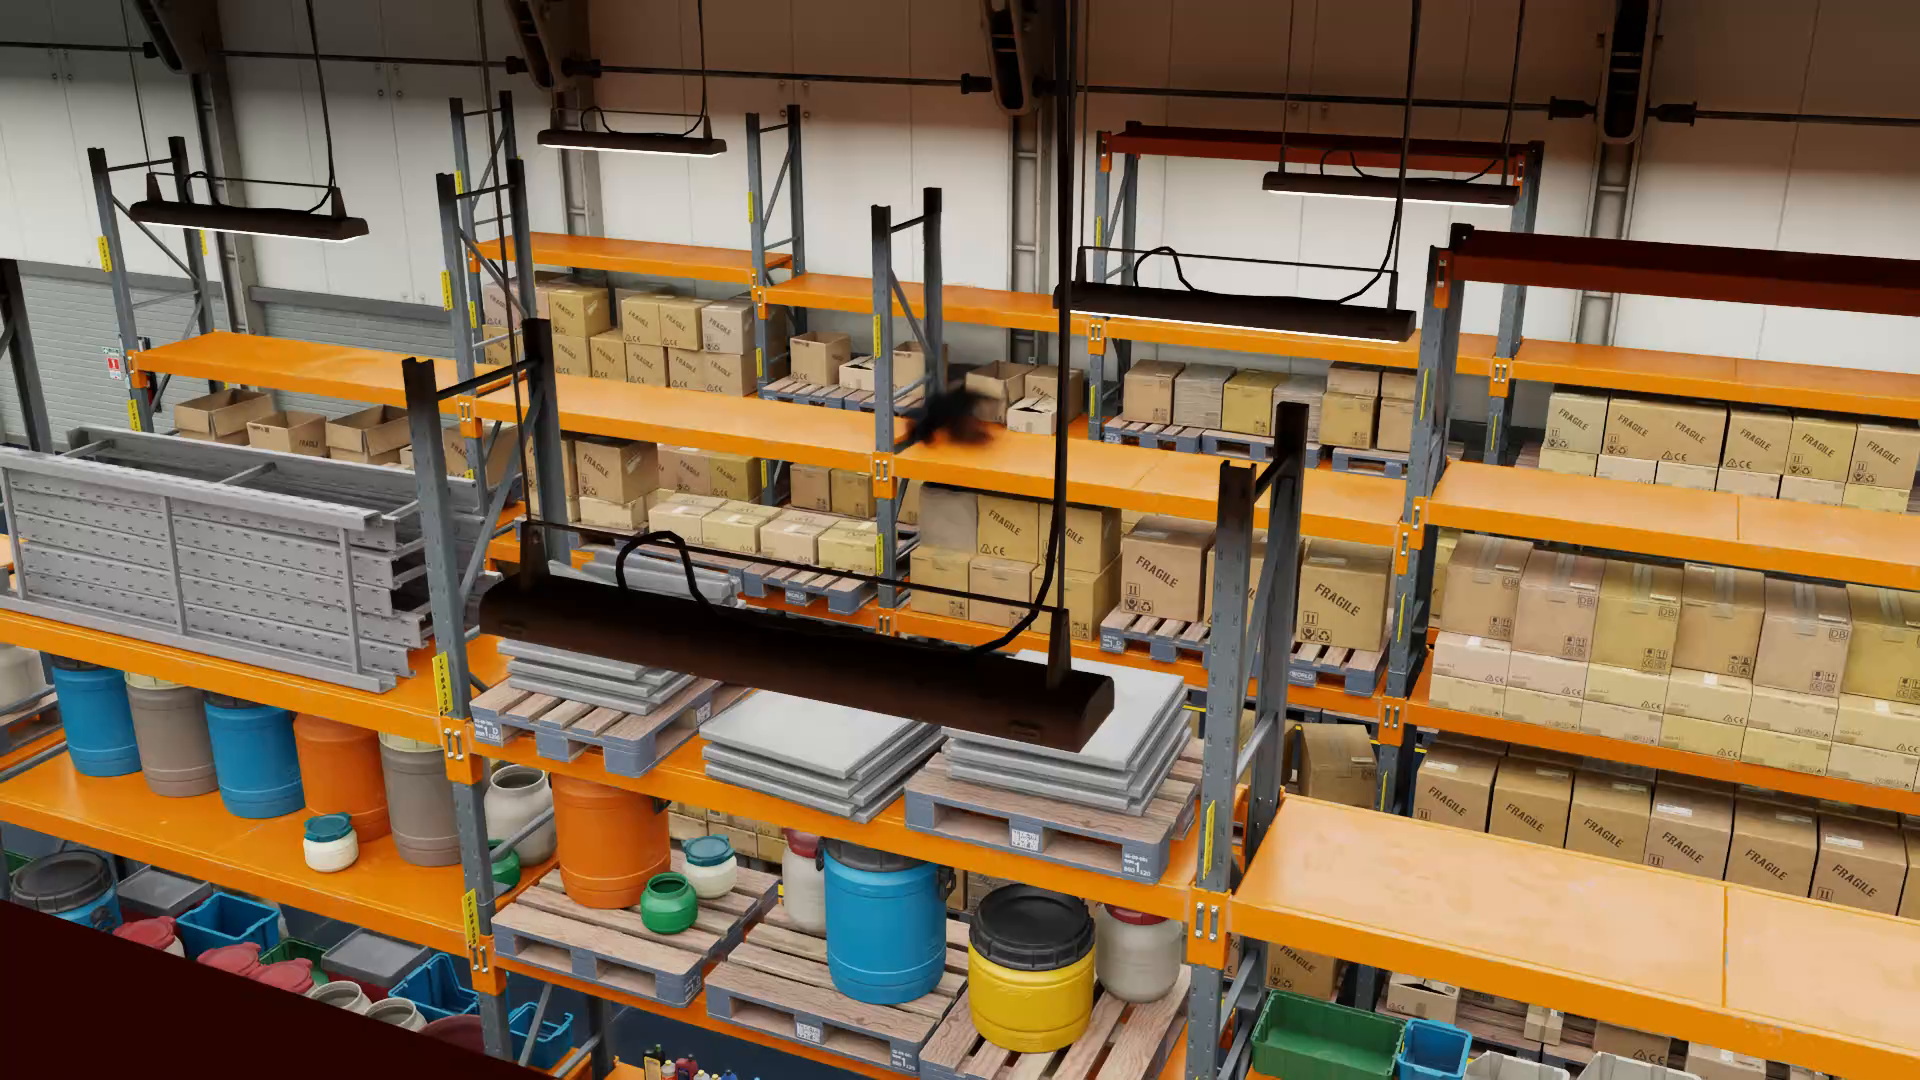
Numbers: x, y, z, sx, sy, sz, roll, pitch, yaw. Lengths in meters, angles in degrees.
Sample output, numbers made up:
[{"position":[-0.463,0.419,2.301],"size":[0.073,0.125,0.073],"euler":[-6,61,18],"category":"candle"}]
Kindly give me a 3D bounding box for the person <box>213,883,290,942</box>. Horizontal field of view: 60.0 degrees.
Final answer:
[{"position":[-5.810,2.577,13.468],"size":[0.587,1.692,0.674],"euler":[6,21,15],"category":"person"}]

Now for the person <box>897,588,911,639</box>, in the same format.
[{"position":[-0.648,1.048,16.810],"size":[0.733,1.779,0.545],"euler":[3,21,8],"category":"person"}]
